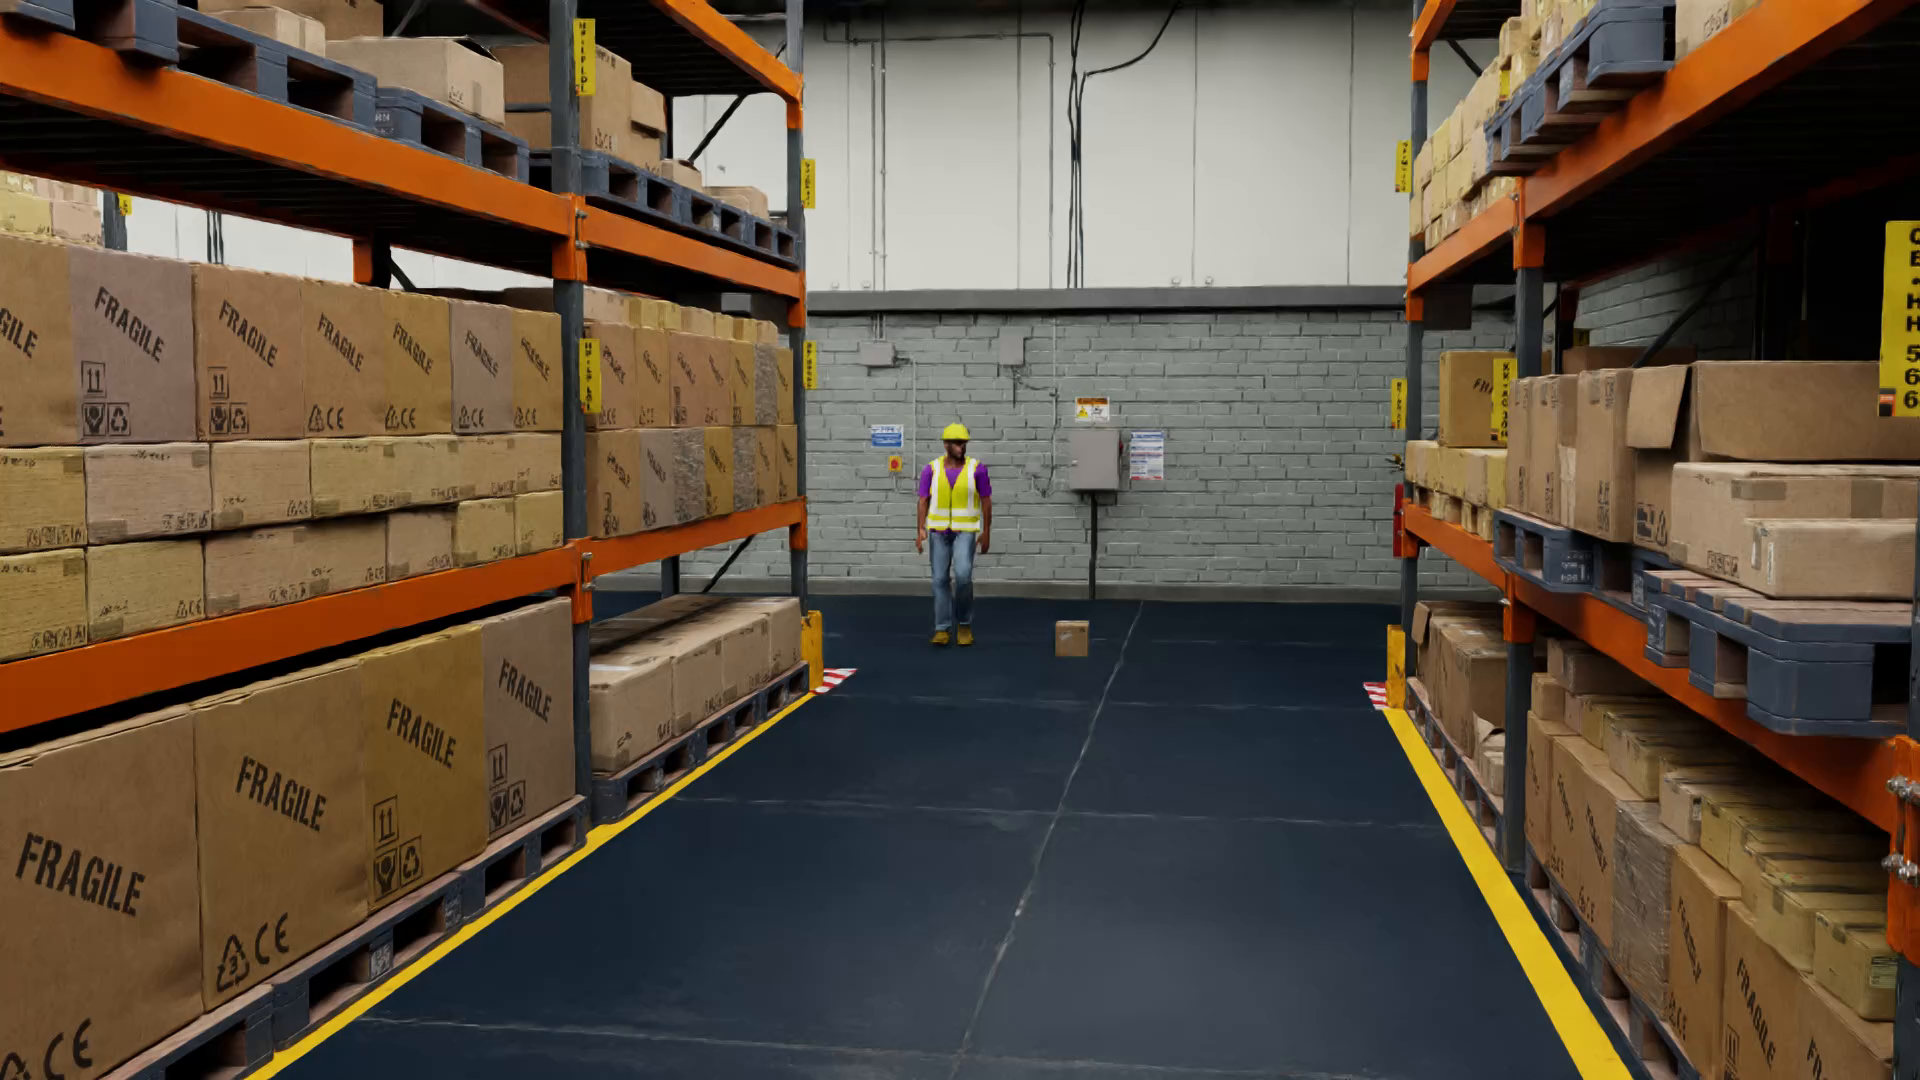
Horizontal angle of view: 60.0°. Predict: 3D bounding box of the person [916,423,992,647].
[{"bbox_3d":[-0.055,-0.028,13.332,0.596,1.809,0.449,1,5,11],"label":"person"}]
